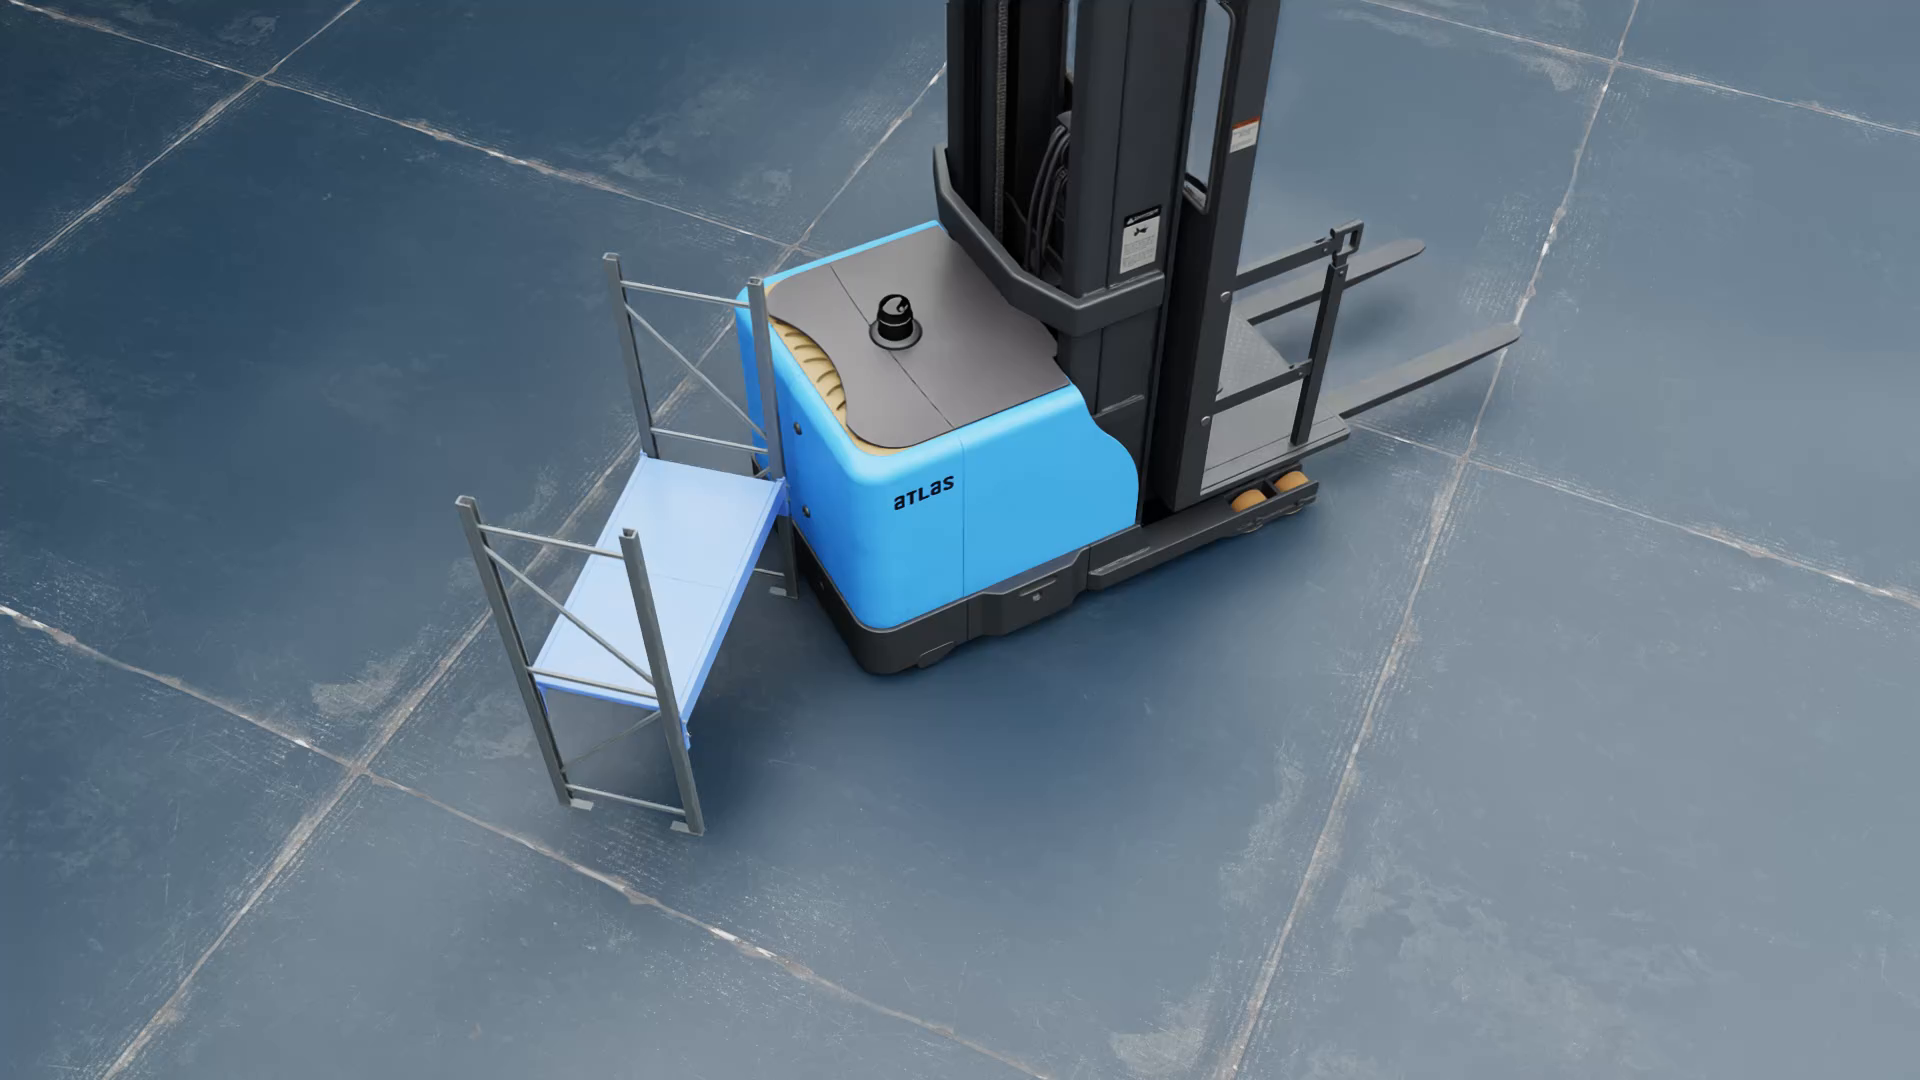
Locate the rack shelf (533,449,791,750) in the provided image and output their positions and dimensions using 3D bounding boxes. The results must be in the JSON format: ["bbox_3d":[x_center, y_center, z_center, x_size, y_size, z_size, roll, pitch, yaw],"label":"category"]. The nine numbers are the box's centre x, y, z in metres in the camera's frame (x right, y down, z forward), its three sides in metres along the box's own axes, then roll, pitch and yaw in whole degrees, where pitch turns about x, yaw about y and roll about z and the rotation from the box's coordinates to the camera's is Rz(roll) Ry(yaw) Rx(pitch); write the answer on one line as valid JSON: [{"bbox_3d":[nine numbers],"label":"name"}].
[{"bbox_3d":[-0.955,0.167,5.360,0.538,0.185,1.000,11,50,9],"label":"rack shelf"}]

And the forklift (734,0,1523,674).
[{"bbox_3d":[0.772,-1.311,5.441,3.031,2.935,1.130,-23,53,-18],"label":"forklift"}]

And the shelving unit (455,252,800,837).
[{"bbox_3d":[-0.955,0.050,5.223,0.538,1.500,1.048,11,50,9],"label":"shelving unit"}]

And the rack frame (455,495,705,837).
[{"bbox_3d":[-1.079,0.425,4.903,0.500,1.500,0.032,11,50,9],"label":"rack frame"}]

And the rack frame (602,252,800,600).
[{"bbox_3d":[-0.830,-0.325,5.542,0.500,1.500,0.032,11,50,9],"label":"rack frame"}]
